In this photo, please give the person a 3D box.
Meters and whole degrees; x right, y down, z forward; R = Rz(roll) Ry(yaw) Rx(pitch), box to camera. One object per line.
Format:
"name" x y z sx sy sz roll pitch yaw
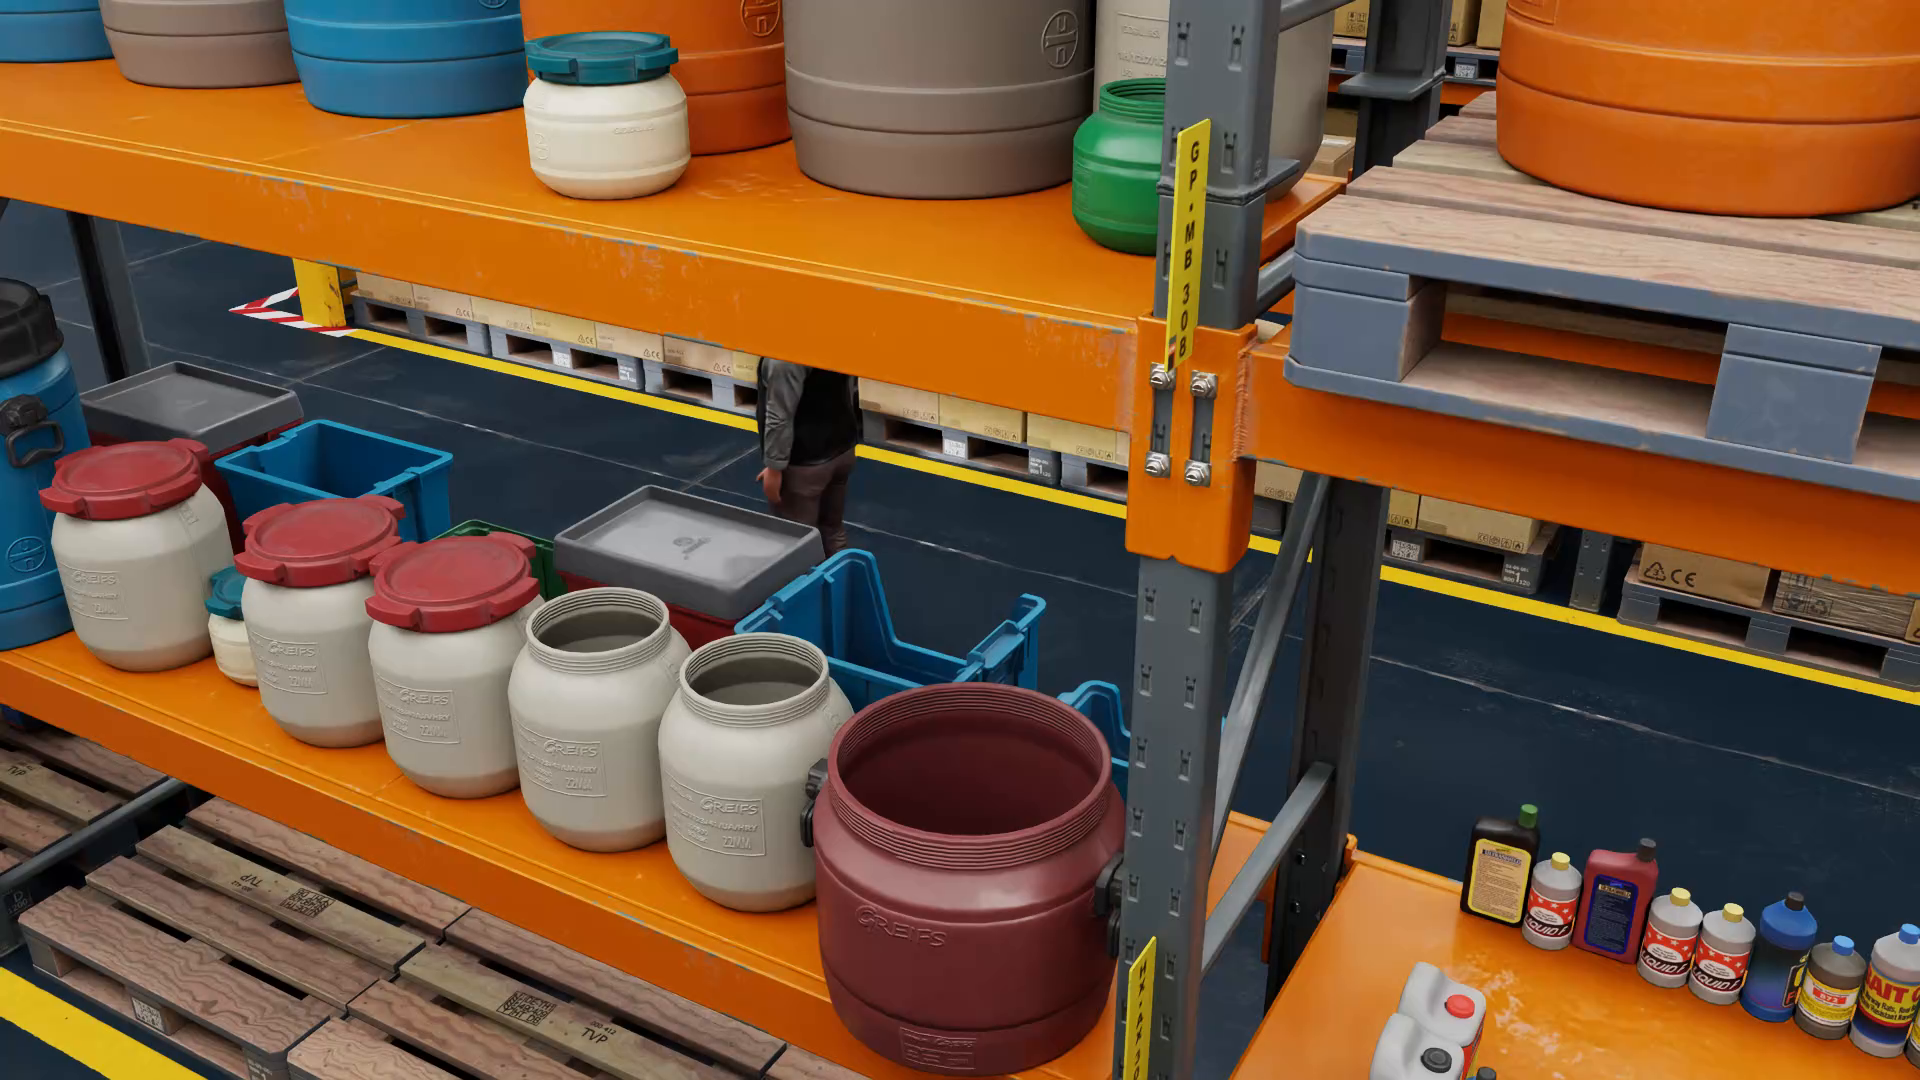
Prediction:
"person" -0.628 -0.330 6.829 0.359 1.727 0.532 15 30 27
